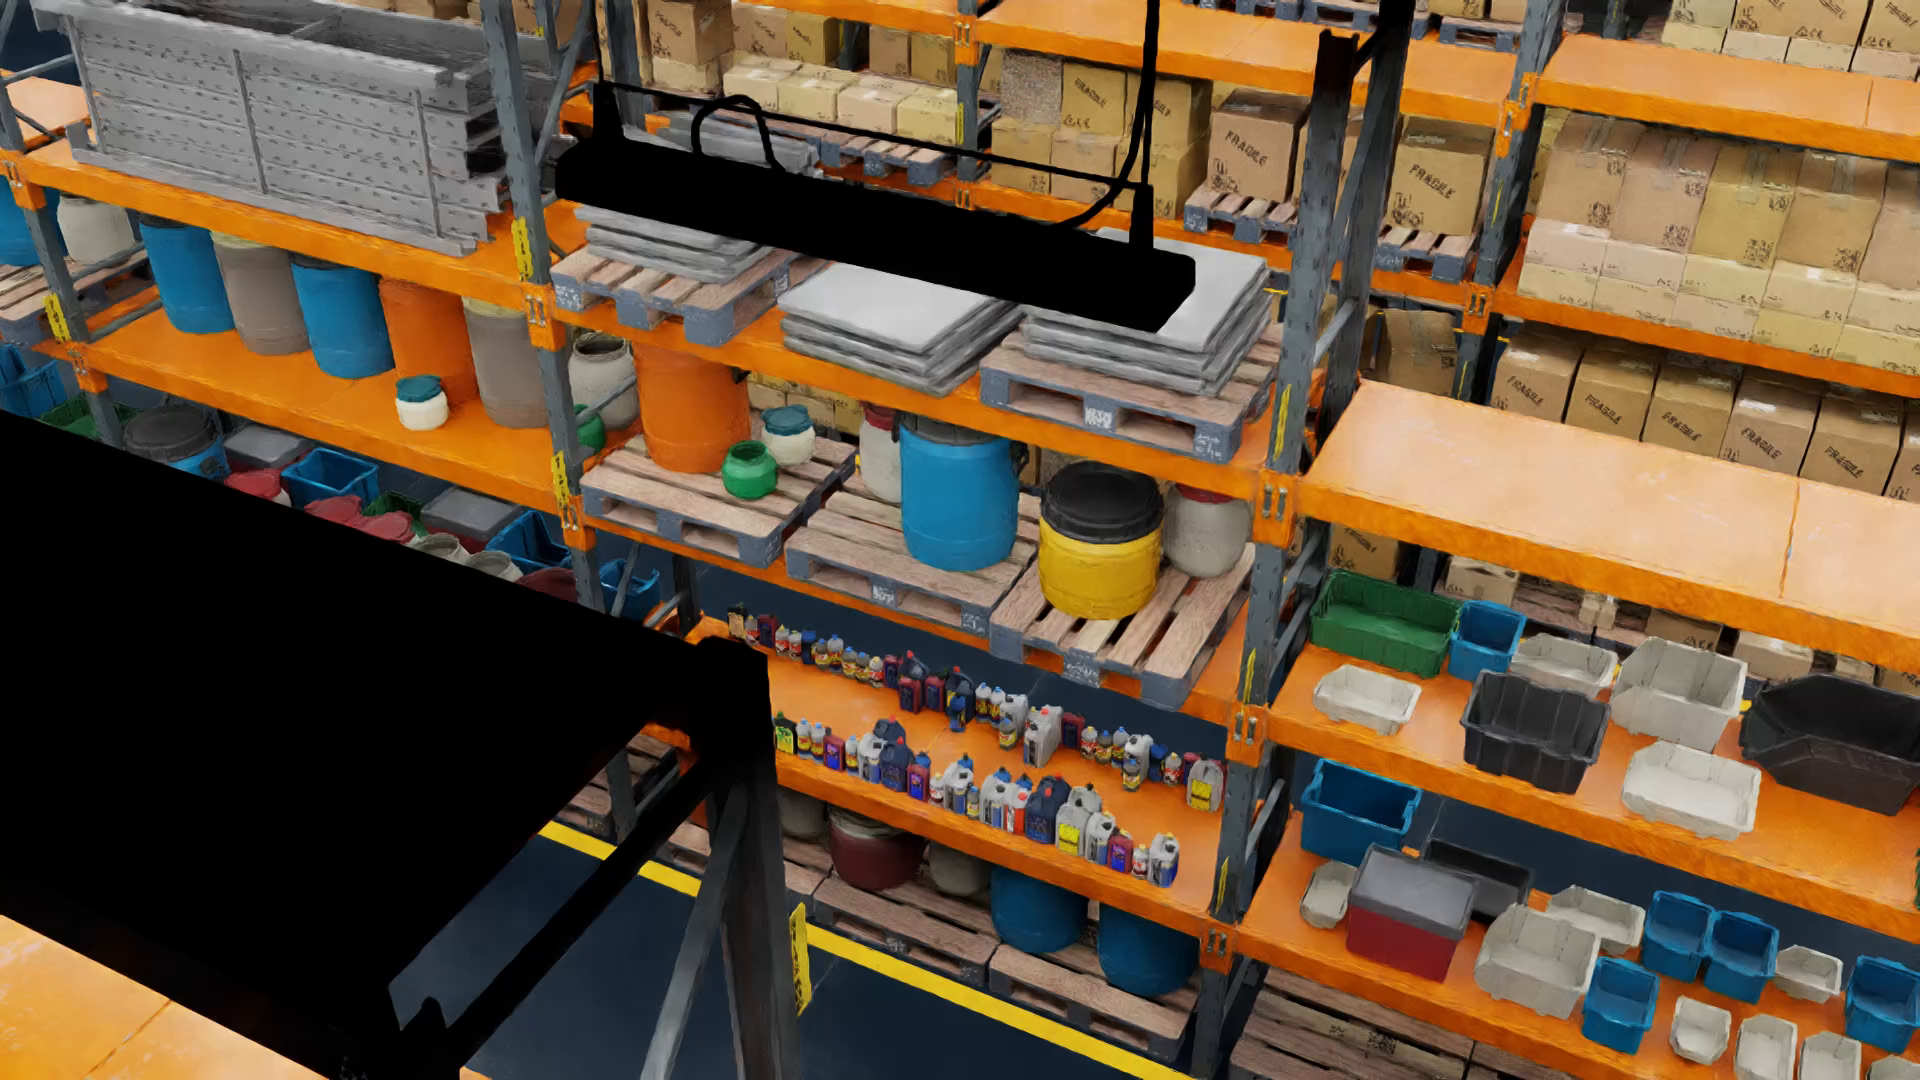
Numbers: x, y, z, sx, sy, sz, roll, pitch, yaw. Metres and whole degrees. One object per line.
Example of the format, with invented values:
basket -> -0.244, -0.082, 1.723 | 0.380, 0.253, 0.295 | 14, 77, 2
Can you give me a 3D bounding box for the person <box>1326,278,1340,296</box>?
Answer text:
person -> 3.439, -2.270, 15.518 | 0.625, 1.794, 0.468 | 2, 35, 3
